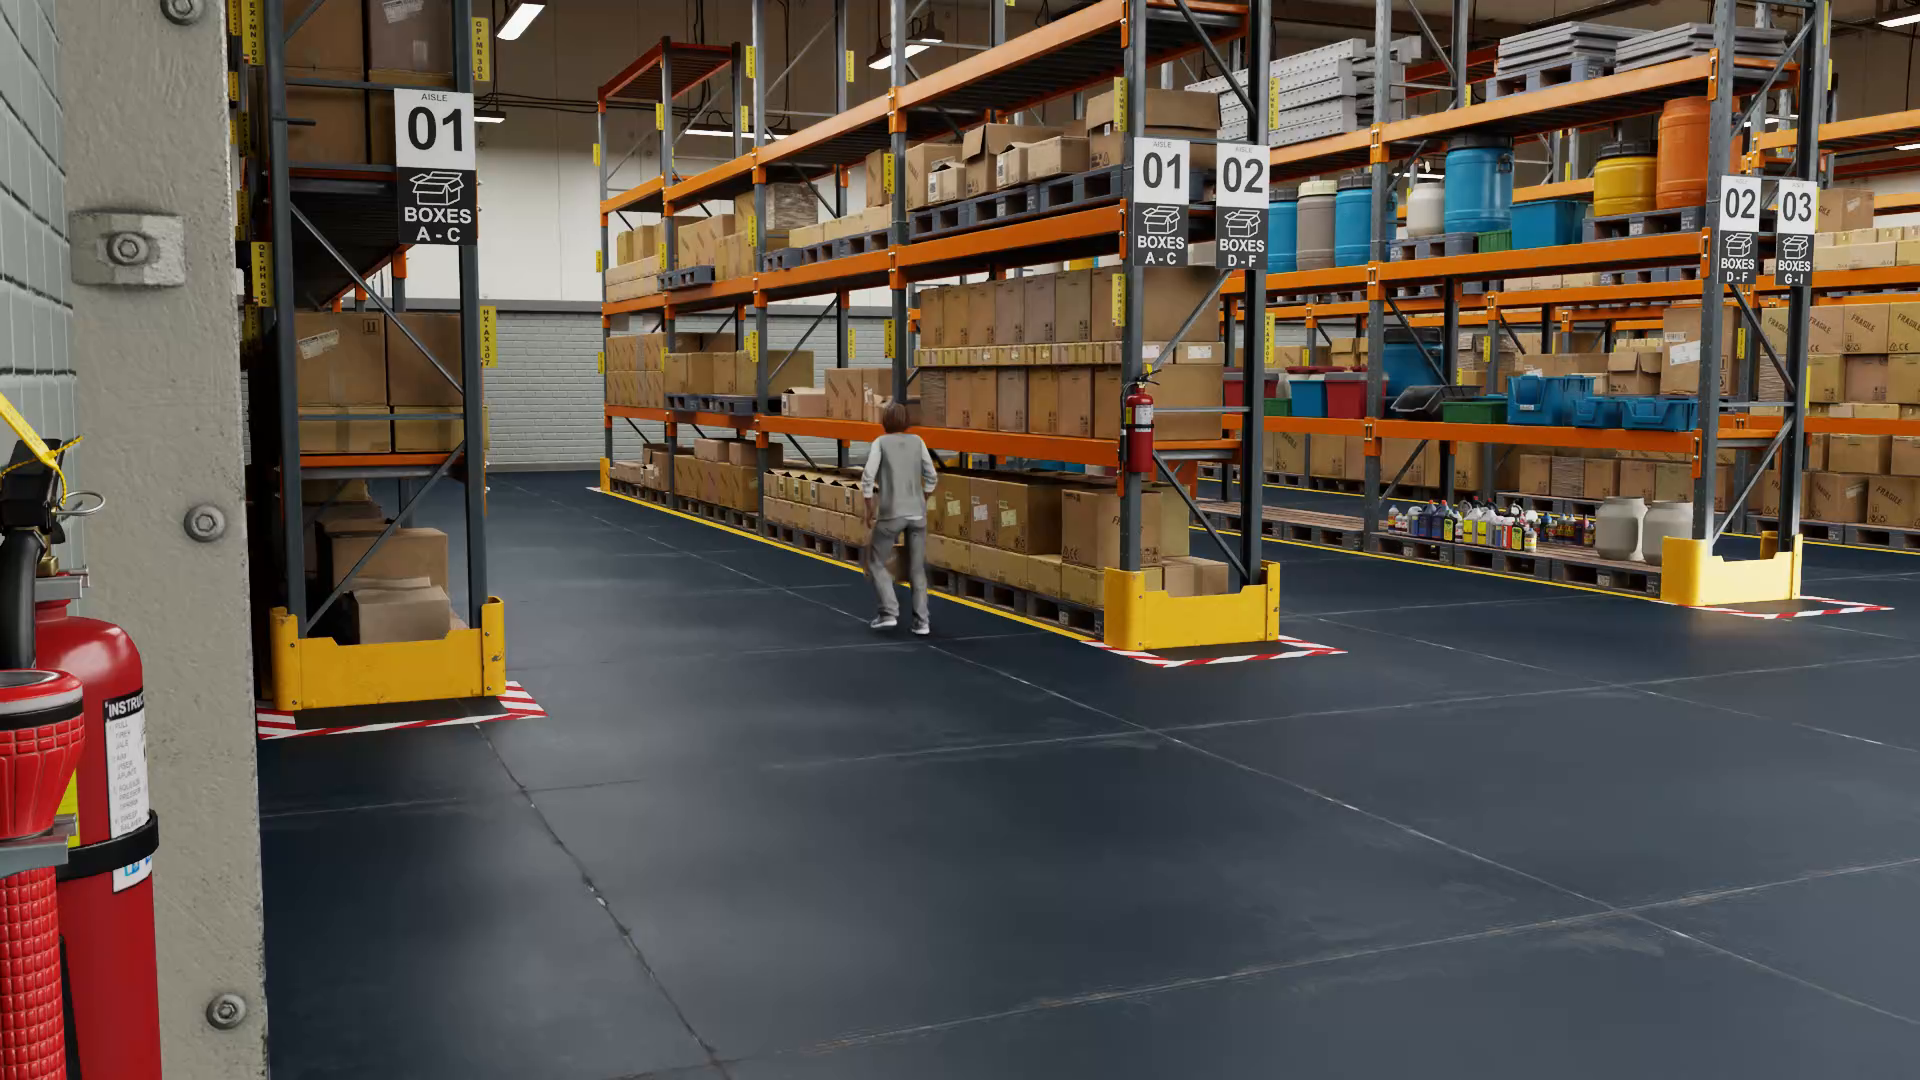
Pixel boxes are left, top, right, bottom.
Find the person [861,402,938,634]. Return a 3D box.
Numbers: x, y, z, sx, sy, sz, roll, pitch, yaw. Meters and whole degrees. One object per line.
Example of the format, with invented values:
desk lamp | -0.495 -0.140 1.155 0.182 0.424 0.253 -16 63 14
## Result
person | -0.404 -0.141 11.163 0.550 1.540 0.478 -2 6 -21
